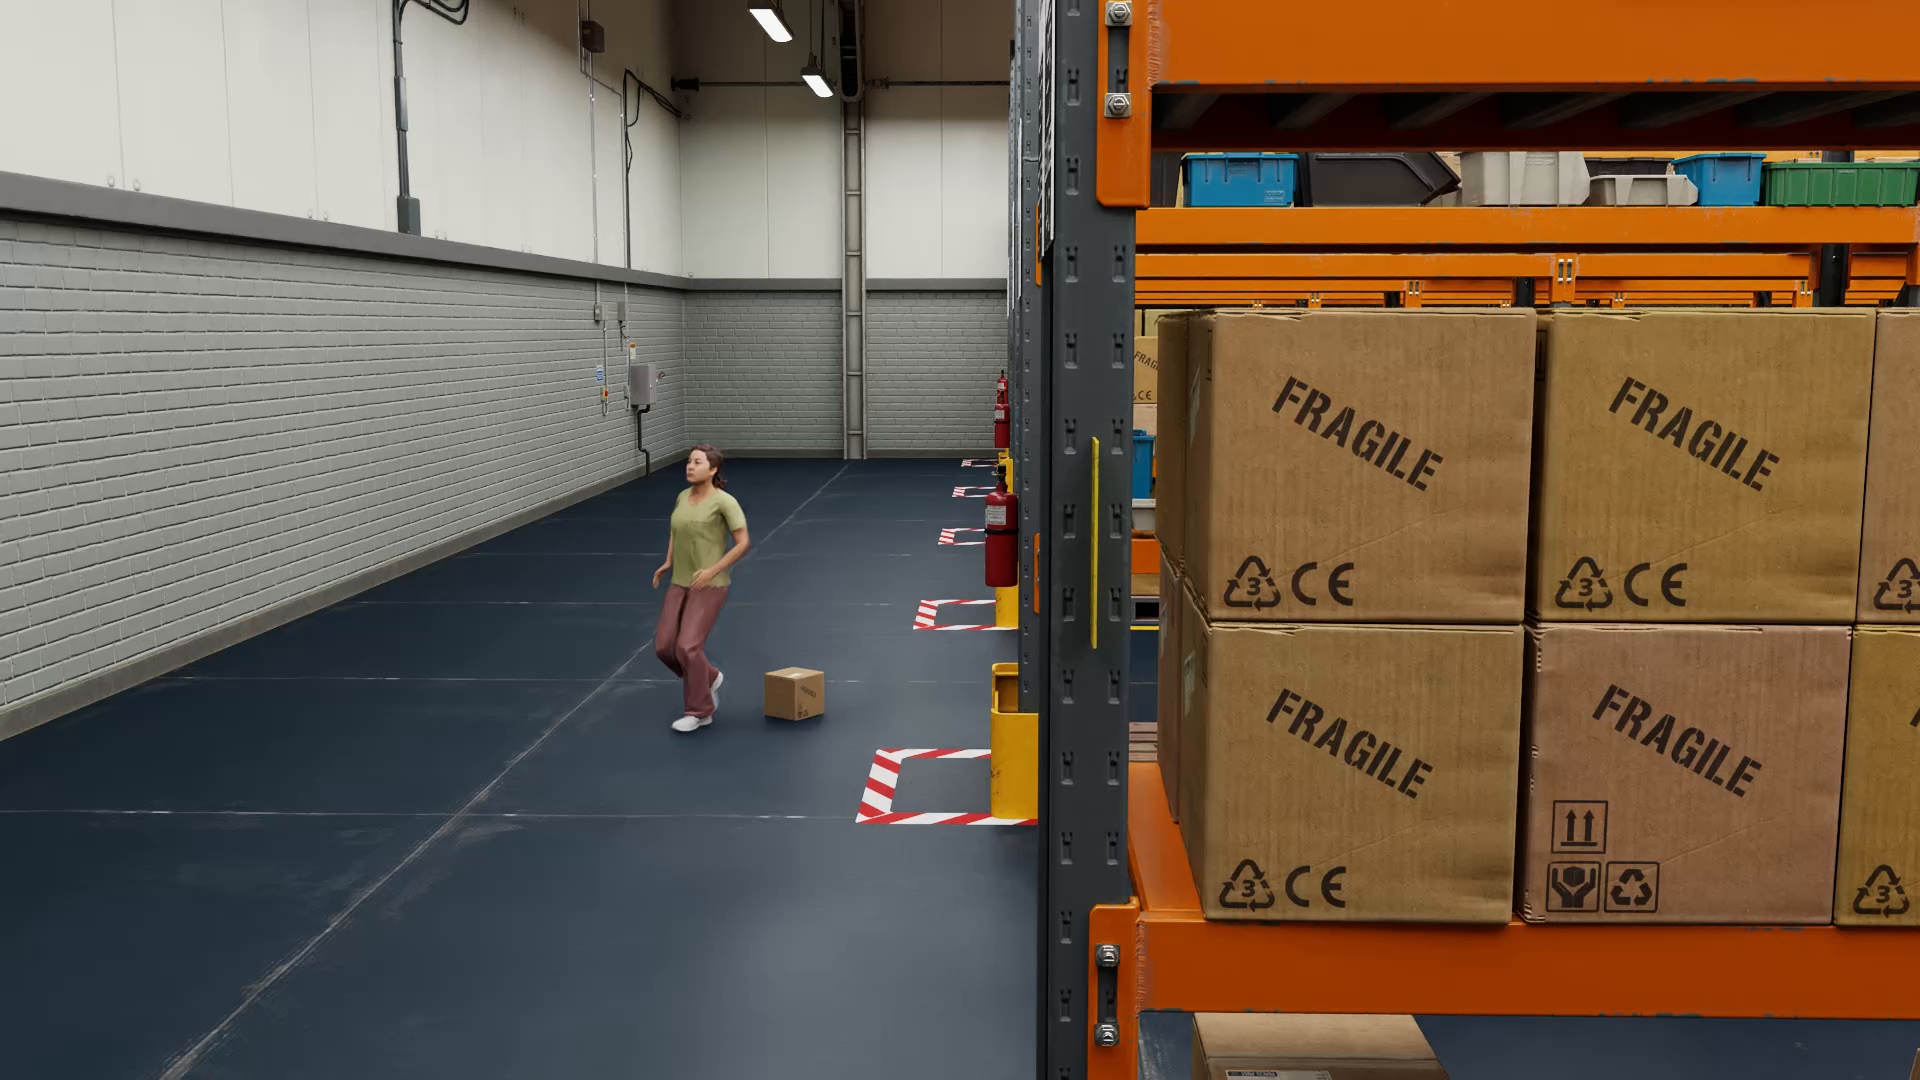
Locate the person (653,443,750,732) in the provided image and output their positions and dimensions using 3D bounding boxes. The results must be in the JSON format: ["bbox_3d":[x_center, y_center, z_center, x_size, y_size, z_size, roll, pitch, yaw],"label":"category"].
[{"bbox_3d":[-1.471,0.260,9.441,0.606,1.620,0.502,4,8,30],"label":"person"}]
